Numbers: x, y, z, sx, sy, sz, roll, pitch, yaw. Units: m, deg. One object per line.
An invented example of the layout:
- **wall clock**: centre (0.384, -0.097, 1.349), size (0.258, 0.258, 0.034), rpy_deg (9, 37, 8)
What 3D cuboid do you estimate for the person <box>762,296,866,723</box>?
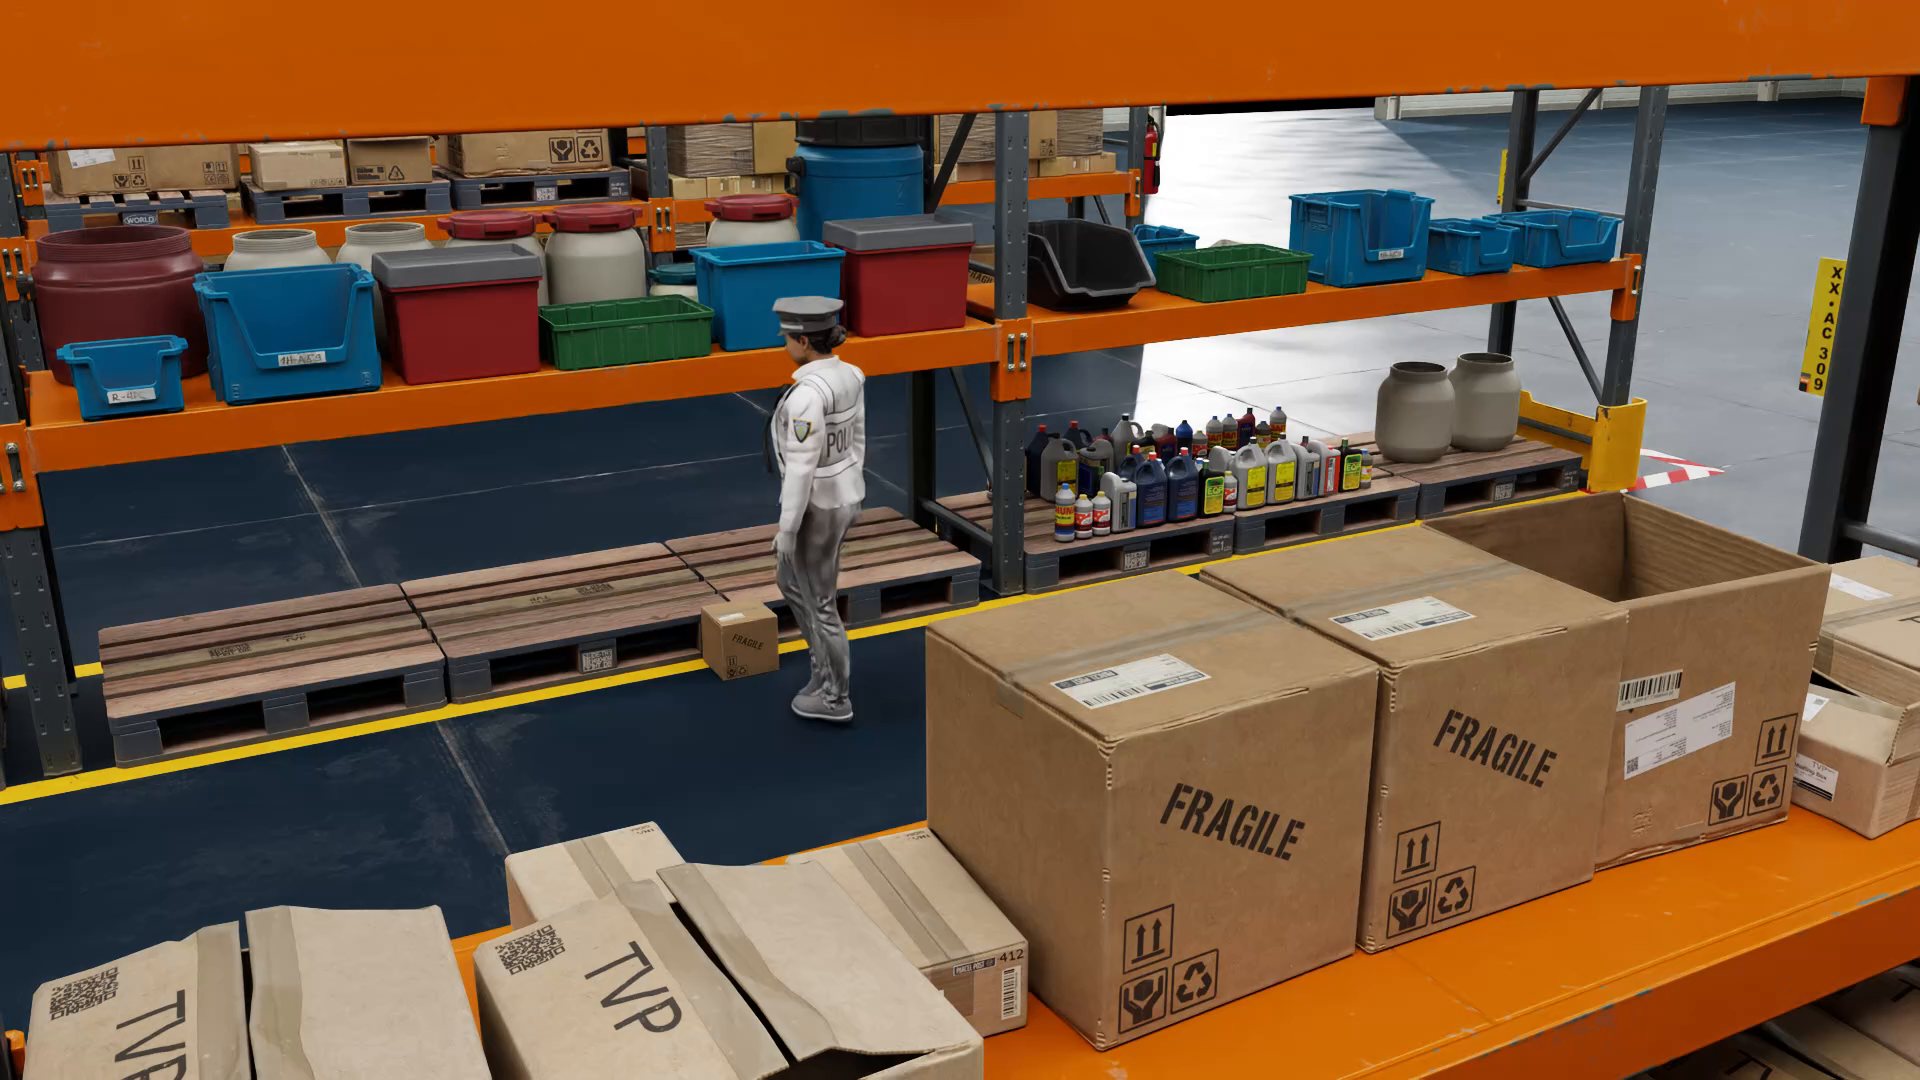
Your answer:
- **person**: centre (-0.574, -0.076, 6.320), size (0.414, 1.695, 0.490), rpy_deg (6, 19, 17)
